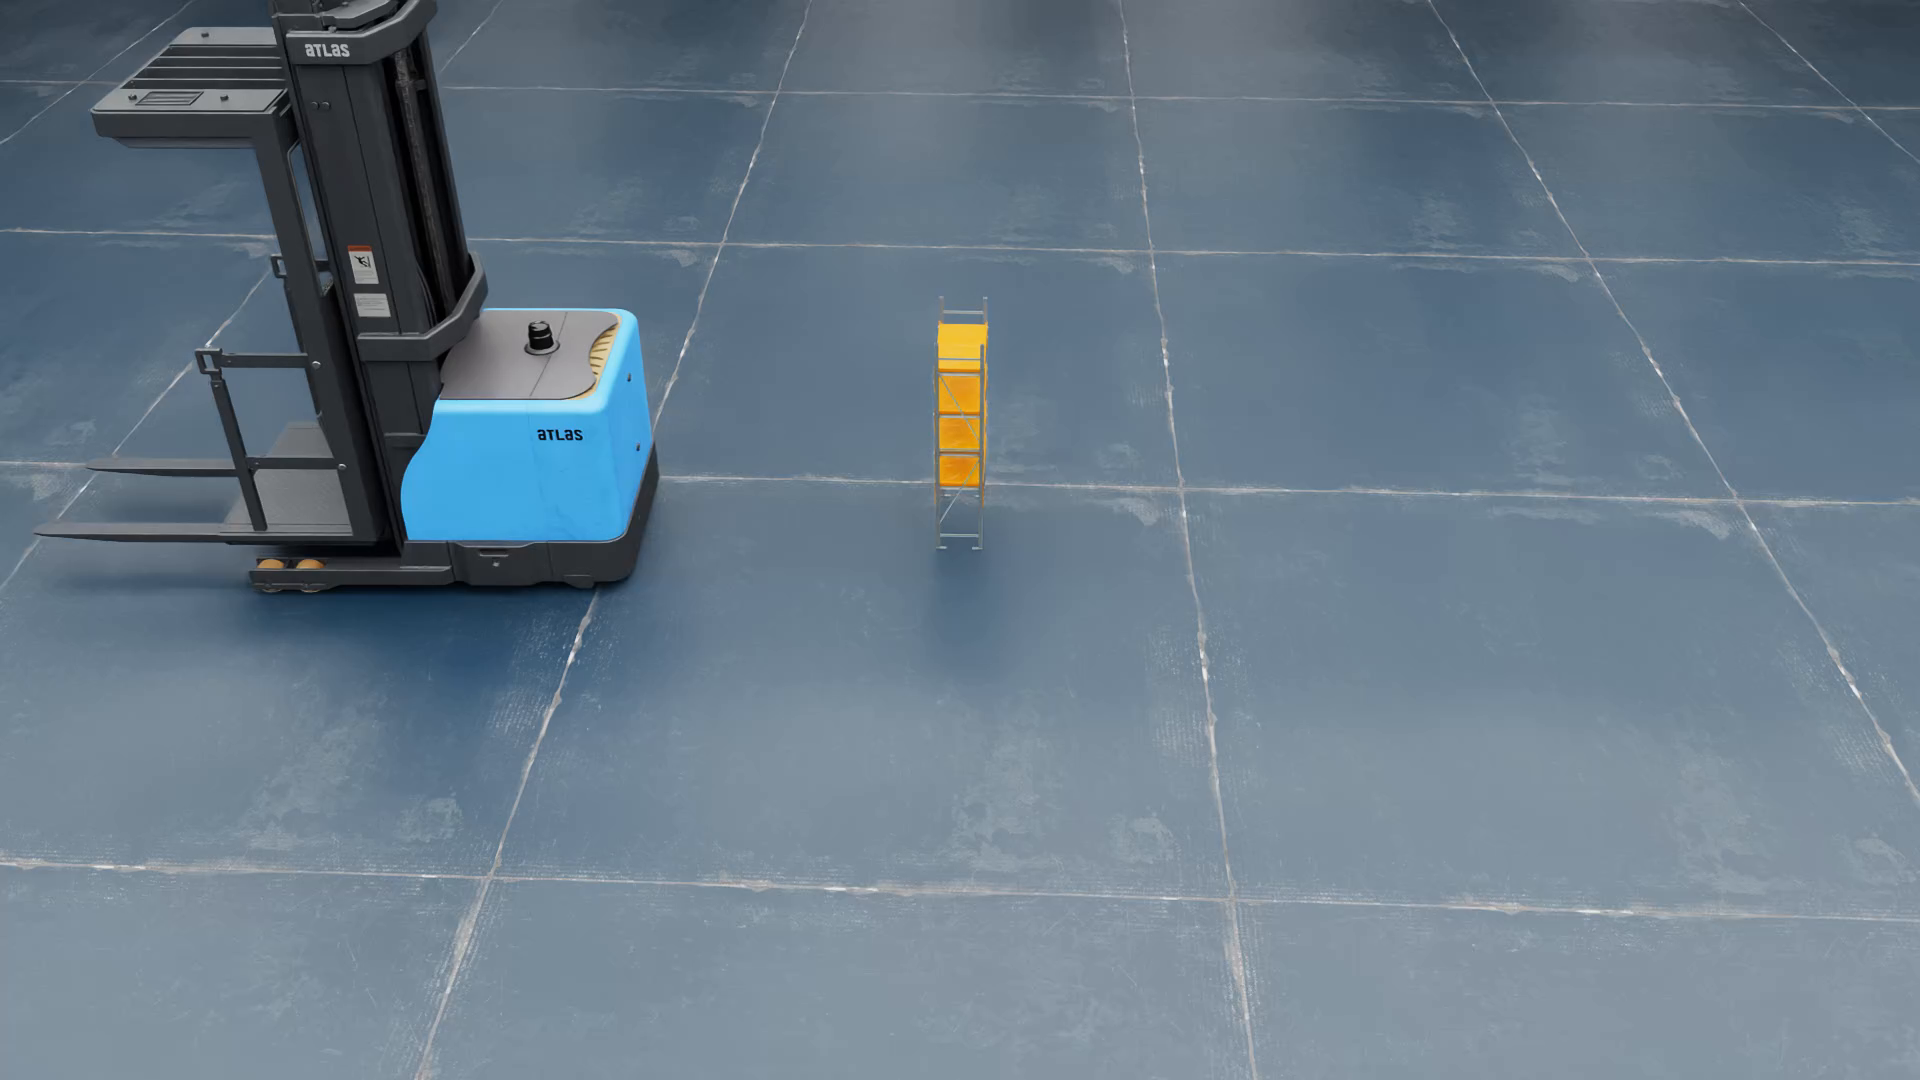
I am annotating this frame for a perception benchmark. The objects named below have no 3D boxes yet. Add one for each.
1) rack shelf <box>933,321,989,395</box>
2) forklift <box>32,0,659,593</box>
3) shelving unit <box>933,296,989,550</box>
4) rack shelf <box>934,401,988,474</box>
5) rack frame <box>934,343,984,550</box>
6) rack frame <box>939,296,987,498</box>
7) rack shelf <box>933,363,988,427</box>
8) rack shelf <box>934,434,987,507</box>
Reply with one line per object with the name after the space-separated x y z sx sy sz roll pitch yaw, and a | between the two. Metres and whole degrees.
0.007 -0.907 8.260 0.258 0.148 0.480 1 35 2 | rack shelf
-3.155 -1.240 7.911 3.031 2.935 1.130 0 35 0 | forklift
0.007 -0.586 8.486 0.258 1.200 0.503 1 35 2 | shelving unit
0.007 -0.531 8.525 0.258 0.148 0.480 1 35 2 | rack shelf
-0.003 -0.446 8.287 0.240 1.200 0.015 1 35 2 | rack frame
0.016 -0.726 8.686 0.240 1.200 0.015 1 35 2 | rack frame
0.007 -0.714 8.396 0.258 0.148 0.480 1 35 2 | rack shelf
0.007 -0.368 8.639 0.258 0.148 0.480 1 35 2 | rack shelf
